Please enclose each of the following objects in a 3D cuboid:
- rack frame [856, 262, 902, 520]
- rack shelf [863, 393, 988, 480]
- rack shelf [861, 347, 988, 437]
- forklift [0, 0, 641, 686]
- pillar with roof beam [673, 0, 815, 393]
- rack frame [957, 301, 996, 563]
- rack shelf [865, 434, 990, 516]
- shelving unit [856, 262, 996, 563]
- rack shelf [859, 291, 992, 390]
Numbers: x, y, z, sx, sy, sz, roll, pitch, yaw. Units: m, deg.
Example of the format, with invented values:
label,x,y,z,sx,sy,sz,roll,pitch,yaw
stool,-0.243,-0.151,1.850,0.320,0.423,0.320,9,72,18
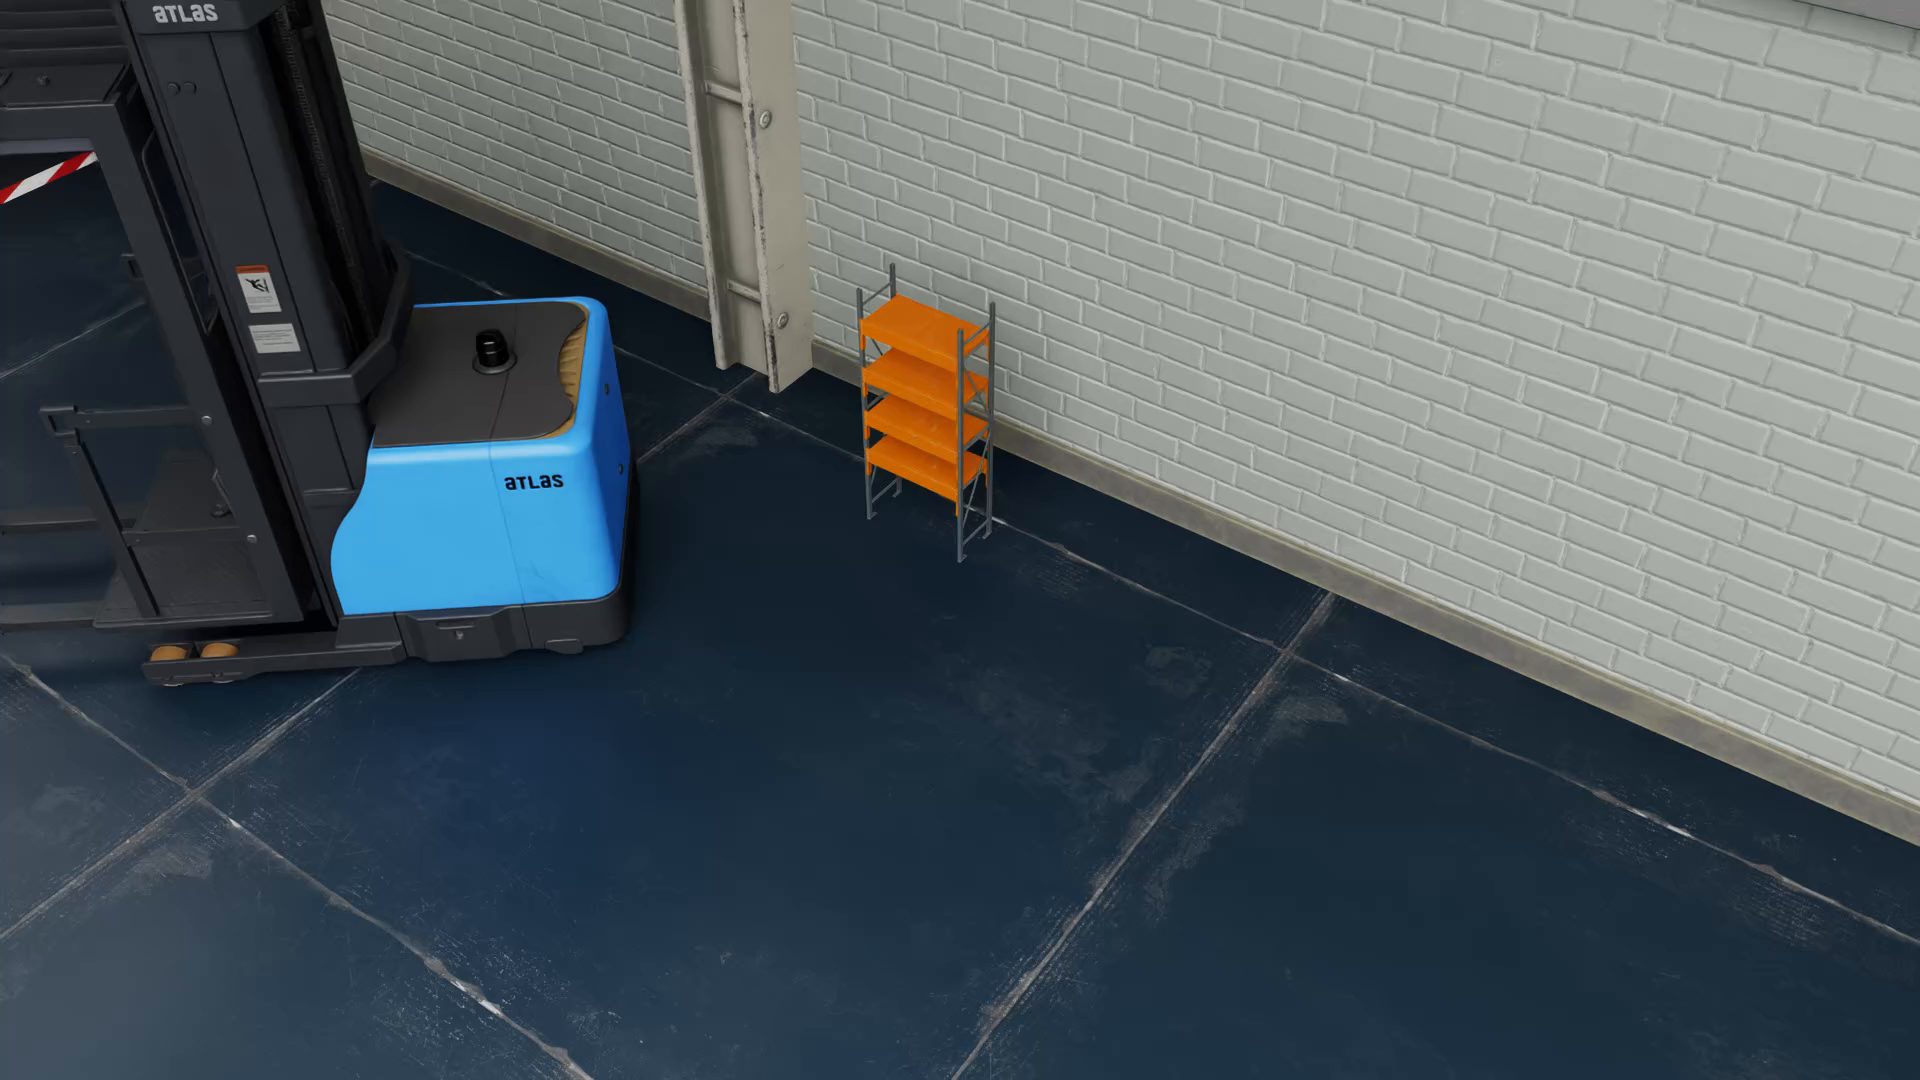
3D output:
label,x,y,z,sx,sy,sz,roll,pitch,yaw
rack frame,-0.335,-0.604,7.025,0.015,1.200,0.240,25,48,25
rack shelf,-0.136,-0.460,6.966,0.480,0.148,0.258,25,48,25
rack shelf,-0.136,-0.627,6.816,0.480,0.148,0.258,25,48,25
forklift,-2.888,-0.882,6.038,3.031,2.935,1.130,-3,42,-4
pillar with roof beam,-3.429,-1.870,2.591,0.400,9.000,9.100,25,48,25
rack frame,0.064,-0.417,6.816,0.015,1.200,0.240,25,48,25
rack shelf,-0.136,-0.312,7.098,0.480,0.148,0.258,25,48,25
shelving unit,-0.136,-0.511,6.921,0.503,1.200,0.258,25,48,25
rack shelf,-0.136,-0.803,6.659,0.480,0.148,0.258,25,48,25
